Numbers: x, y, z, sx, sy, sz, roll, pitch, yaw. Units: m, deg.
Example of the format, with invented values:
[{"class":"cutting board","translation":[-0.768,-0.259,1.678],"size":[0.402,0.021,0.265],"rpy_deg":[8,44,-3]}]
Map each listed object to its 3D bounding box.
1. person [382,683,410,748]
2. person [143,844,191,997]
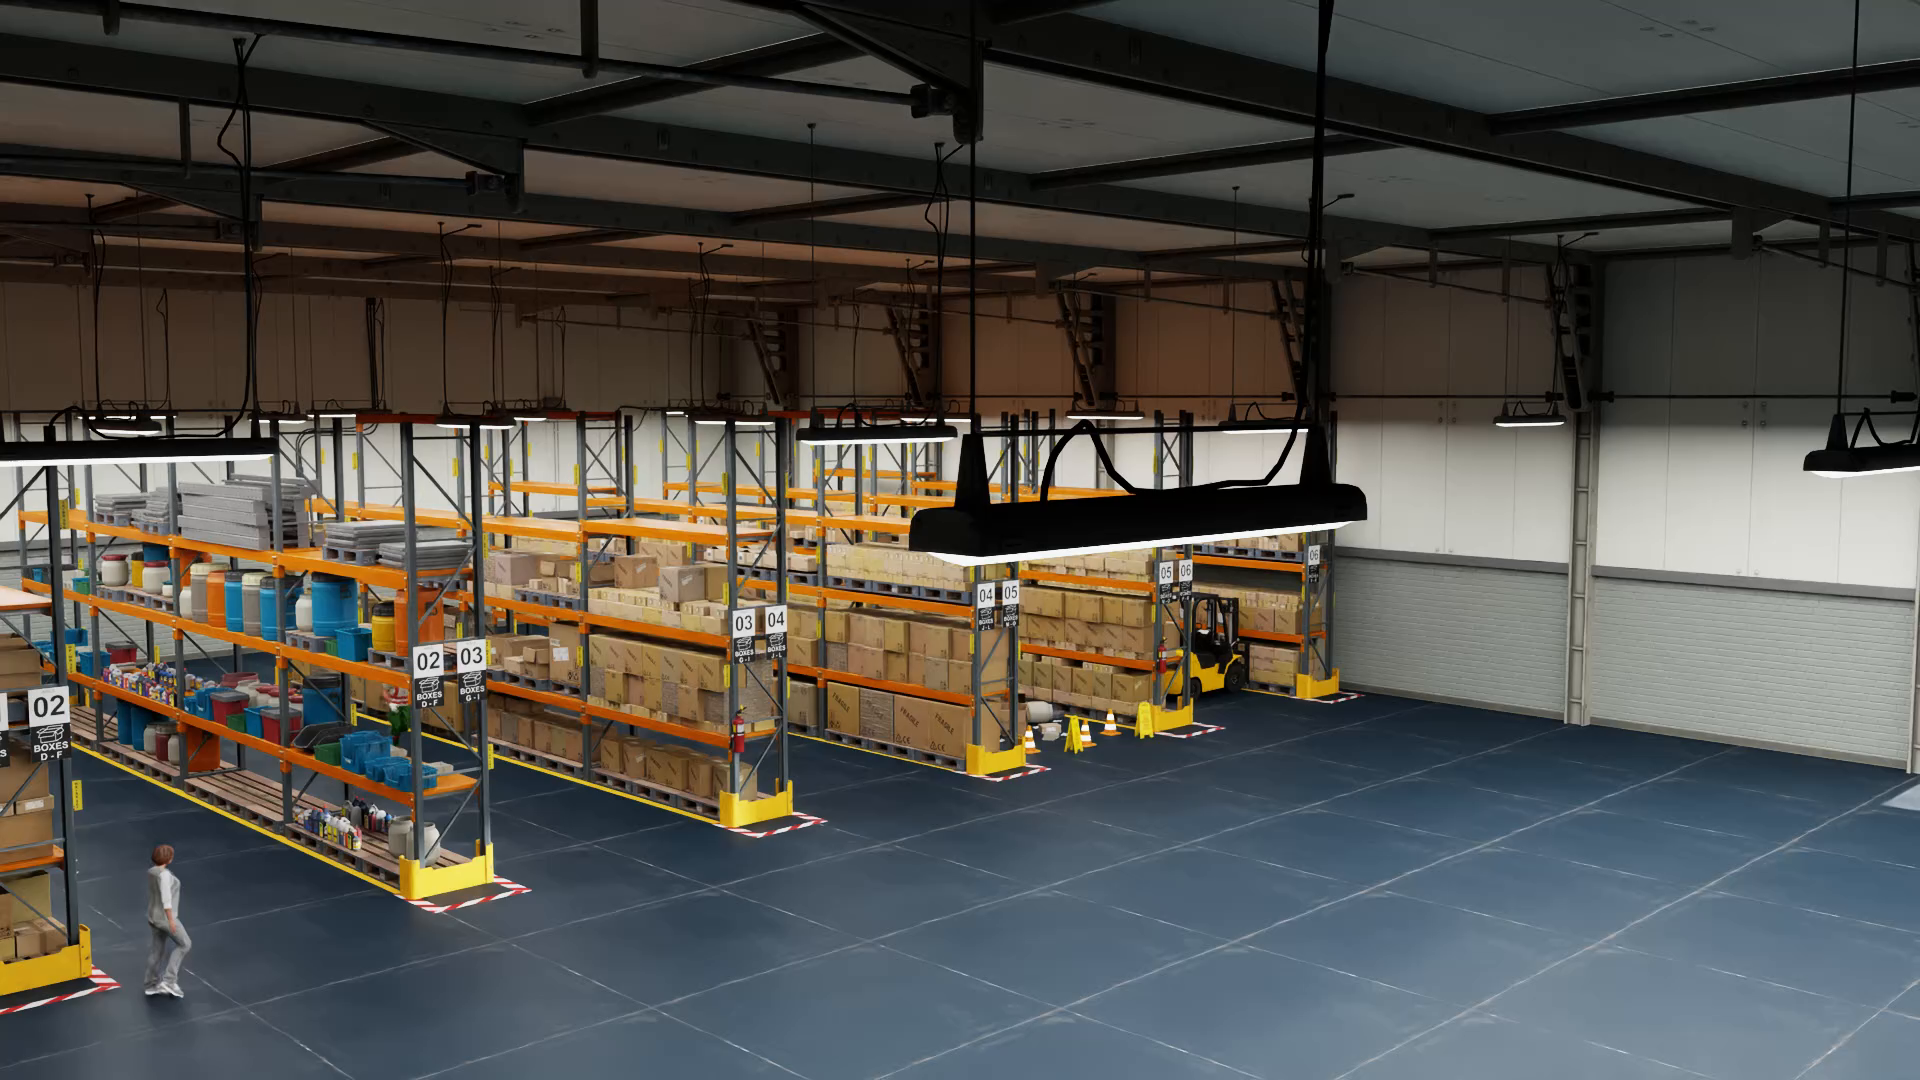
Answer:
[{"class":"person","translation":[-10.047,2.920,29.615],"size":[0.693,1.700,0.622],"rpy_deg":[5,7,44]},{"class":"person","translation":[-8.400,4.030,17.547],"size":[0.448,1.590,0.451],"rpy_deg":[-5,7,-43]}]
